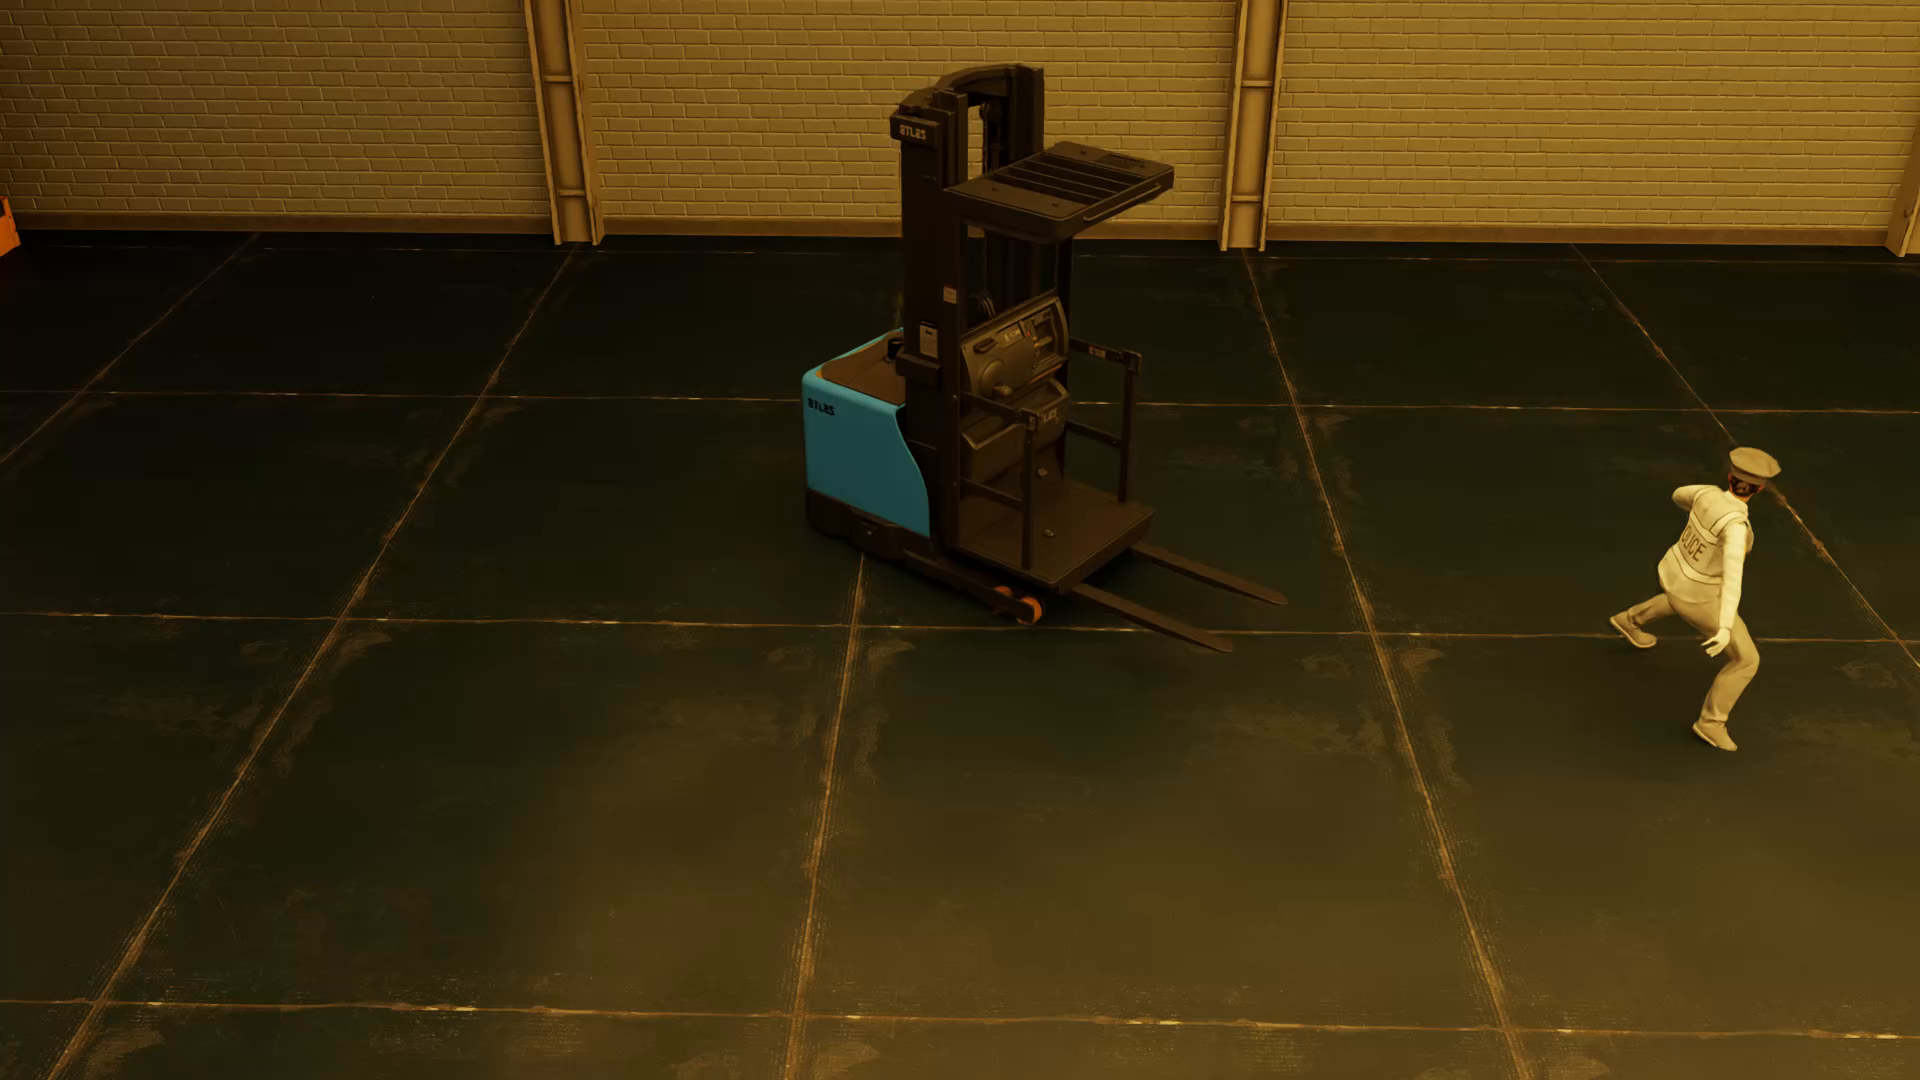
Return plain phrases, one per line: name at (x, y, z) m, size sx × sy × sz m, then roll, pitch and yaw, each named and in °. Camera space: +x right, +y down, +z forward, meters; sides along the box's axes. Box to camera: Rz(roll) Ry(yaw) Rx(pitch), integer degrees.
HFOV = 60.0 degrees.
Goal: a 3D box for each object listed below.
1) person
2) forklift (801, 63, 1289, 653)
person at (3.878, 0.267, 8.628) m, size 0.472 × 1.566 × 1.105 m, roll 2°, pitch 31°, yaw 3°
forklift at (0.484, -1.072, 9.432) m, size 3.031 × 2.935 × 1.130 m, roll 22°, pitch 37°, yaw 32°
